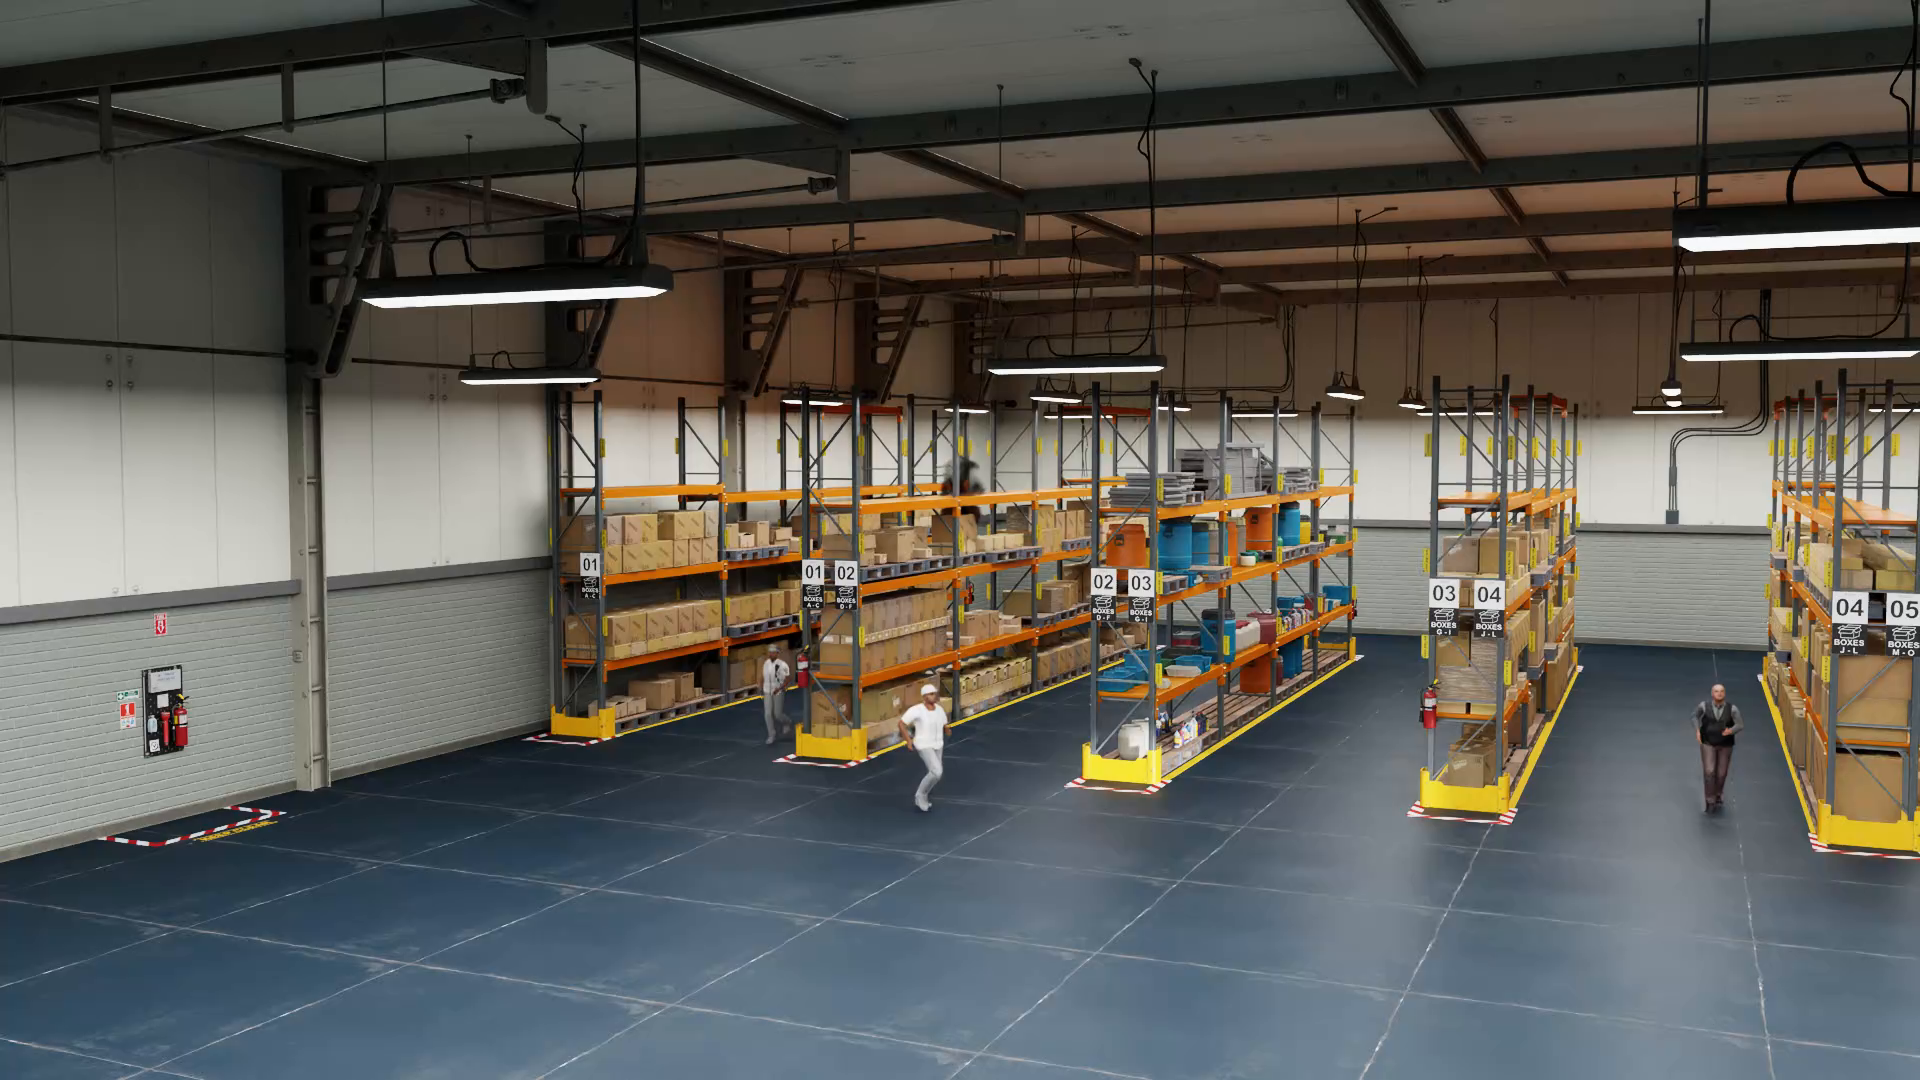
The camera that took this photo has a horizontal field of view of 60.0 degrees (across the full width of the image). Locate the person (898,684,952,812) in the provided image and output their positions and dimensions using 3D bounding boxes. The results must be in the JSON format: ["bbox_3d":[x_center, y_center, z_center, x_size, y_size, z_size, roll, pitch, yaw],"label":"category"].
[{"bbox_3d":[-0.401,2.856,22.850,0.672,1.739,0.675,3,4,44],"label":"person"}]

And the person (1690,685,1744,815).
[{"bbox_3d":[10.462,2.878,22.983,0.663,1.770,0.725,1,3,19],"label":"person"}]

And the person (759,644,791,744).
[{"bbox_3d":[-3.160,2.604,28.417,0.596,1.683,0.627,1,3,20],"label":"person"}]
